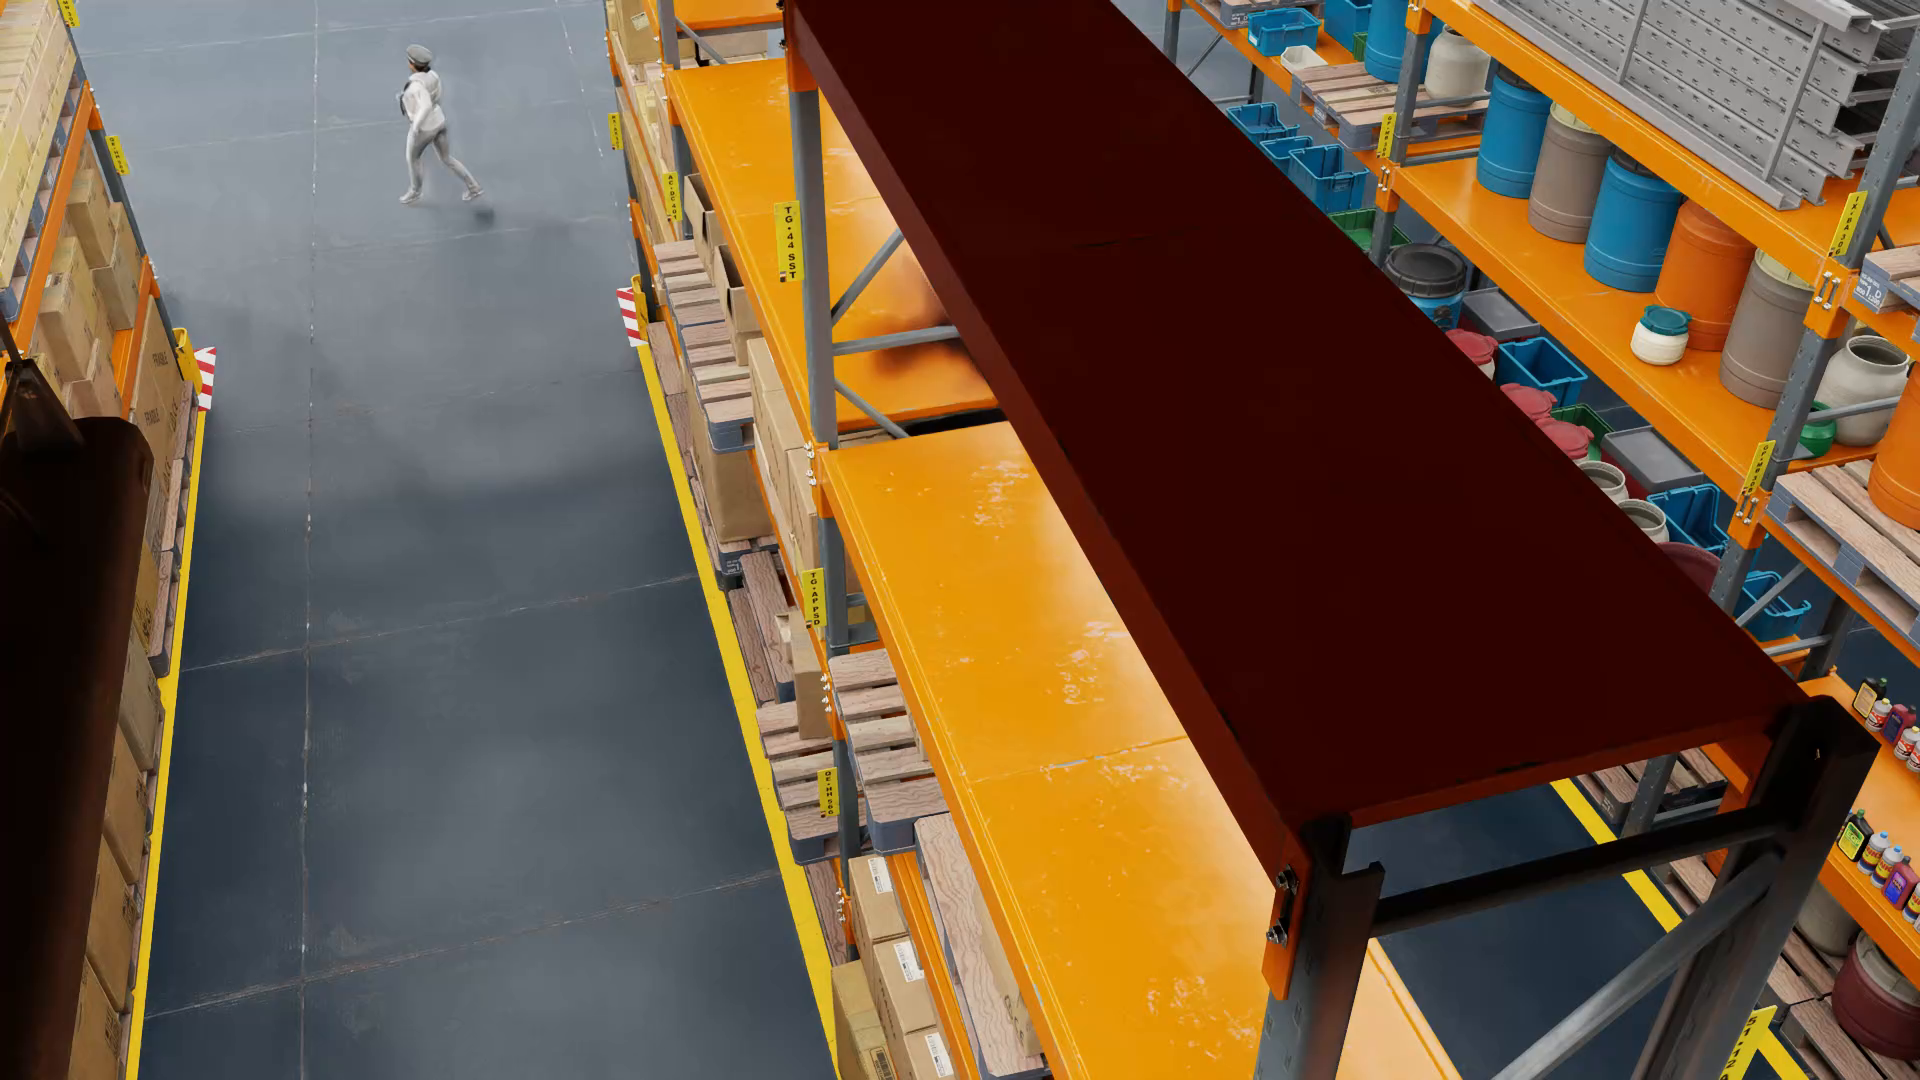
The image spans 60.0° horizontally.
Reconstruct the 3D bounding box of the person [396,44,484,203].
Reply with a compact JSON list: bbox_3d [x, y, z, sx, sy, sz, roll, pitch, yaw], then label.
[{"bbox_3d":[-5.348,-4.123,16.661,0.938,1.692,0.621,13,40,16],"label":"person"}]
